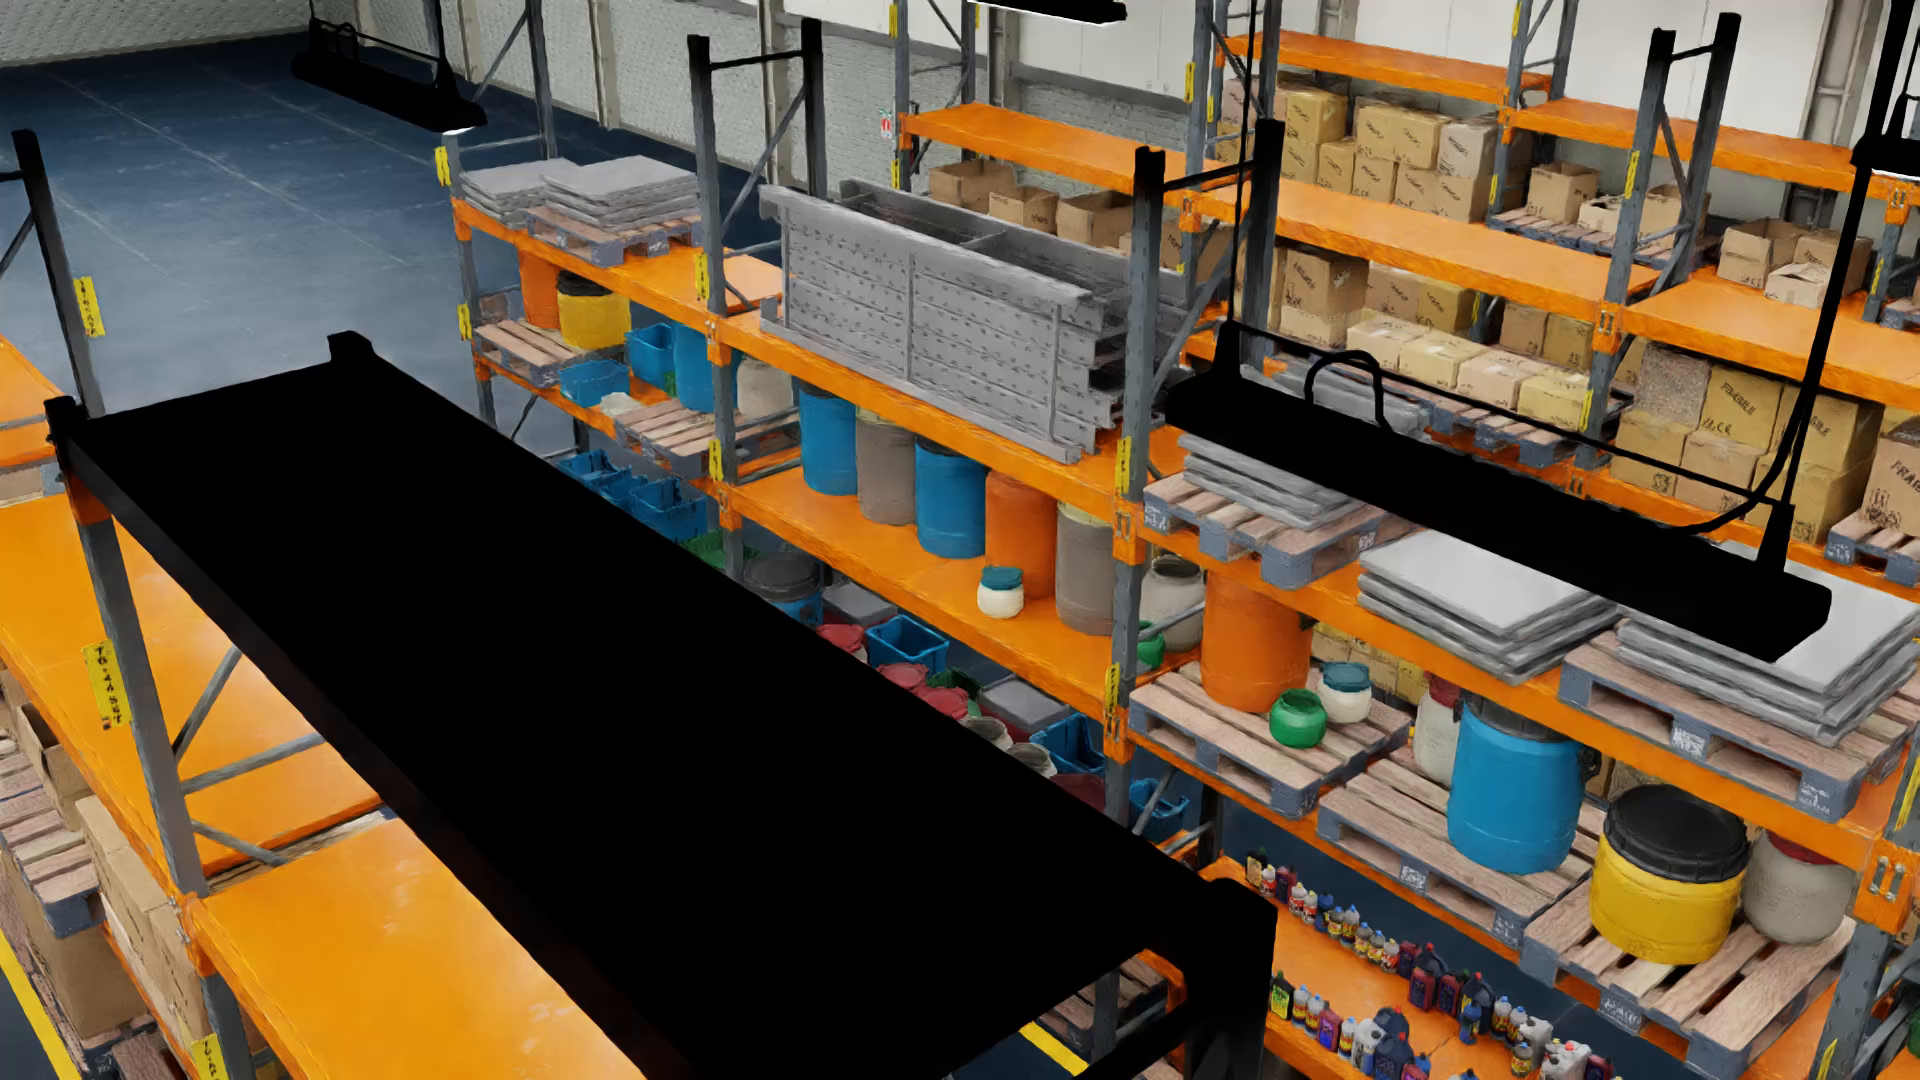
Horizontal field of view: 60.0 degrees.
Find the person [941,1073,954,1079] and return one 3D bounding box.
[{"bbox_3d":[-0.446,2.746,10.372,1.018,1.604,0.444,21,34,35],"label":"person"}]
